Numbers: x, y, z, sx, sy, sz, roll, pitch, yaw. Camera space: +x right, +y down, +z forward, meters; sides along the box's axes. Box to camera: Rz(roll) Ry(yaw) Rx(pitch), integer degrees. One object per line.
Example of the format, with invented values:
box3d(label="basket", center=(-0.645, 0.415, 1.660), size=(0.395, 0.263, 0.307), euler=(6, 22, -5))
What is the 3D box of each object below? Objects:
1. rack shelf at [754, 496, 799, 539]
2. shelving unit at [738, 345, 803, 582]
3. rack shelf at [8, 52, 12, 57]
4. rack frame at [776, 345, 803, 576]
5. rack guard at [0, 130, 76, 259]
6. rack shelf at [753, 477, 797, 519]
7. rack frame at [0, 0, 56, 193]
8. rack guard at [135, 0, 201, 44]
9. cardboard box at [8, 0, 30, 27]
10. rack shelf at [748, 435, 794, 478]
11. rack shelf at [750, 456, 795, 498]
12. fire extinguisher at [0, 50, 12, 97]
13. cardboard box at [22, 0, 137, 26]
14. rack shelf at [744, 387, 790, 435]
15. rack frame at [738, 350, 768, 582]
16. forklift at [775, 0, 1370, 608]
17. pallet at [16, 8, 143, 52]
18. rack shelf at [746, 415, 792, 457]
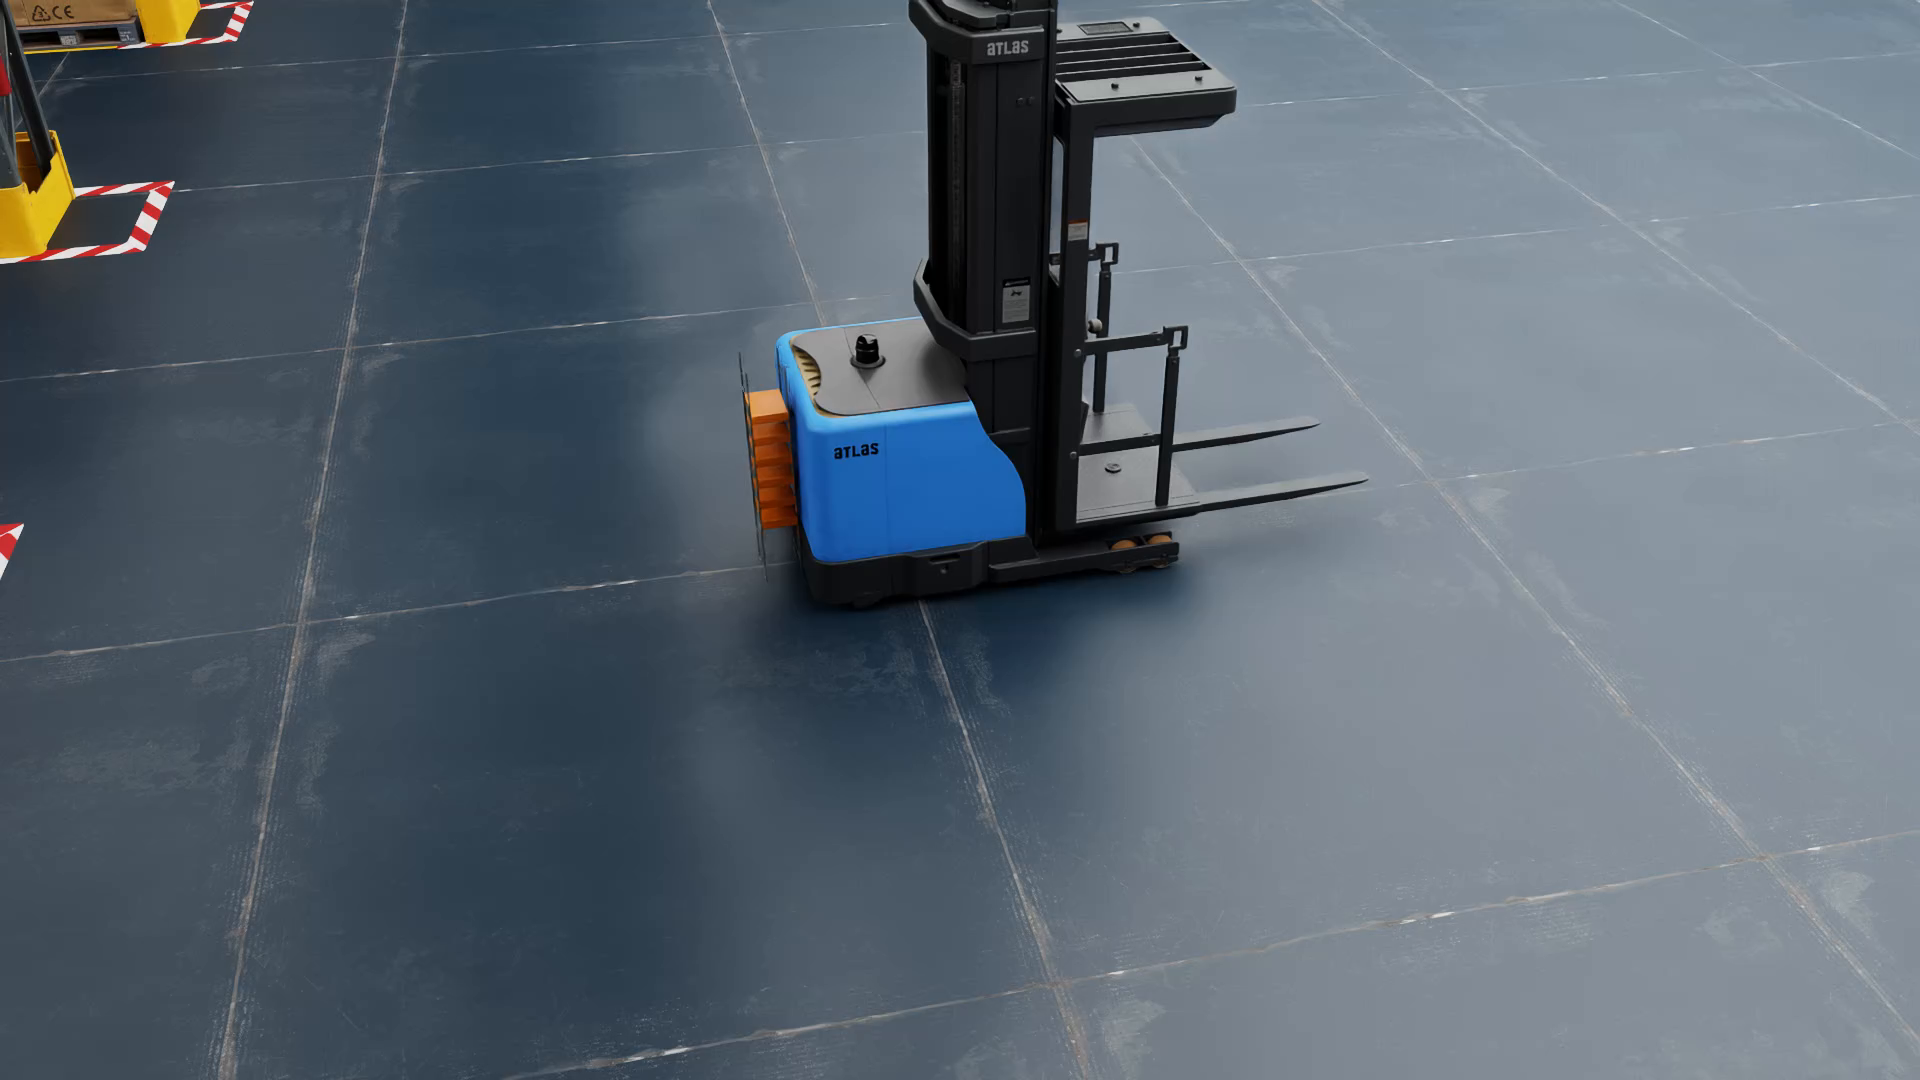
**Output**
box3d(label="rack shelf", center=(-0.926, -0.127, 8.371), size=(0.180, 0.103, 0.258), euler=(-9, 35, -12))
box3d(label="shelving unit", center=(-0.930, -0.363, 8.212), size=(0.189, 1.200, 0.258), euler=(-9, 35, -12))
box3d(label="rack shelf", center=(-8.653, -3.019, 11.202), size=(4.000, 0.370, 1.077), euler=(-7, 35, -11))
box3d(label="rack frame", center=(-0.842, -0.377, 8.230), size=(0.006, 1.200, 0.240), euler=(-9, 35, -12))
box3d(label="rack guard", center=(-6.777, -2.516, 12.050), size=(0.348, 0.500, 1.175), euler=(-7, 35, -11))
box3d(label="rack shelf", center=(-0.928, -0.227, 8.304), size=(0.180, 0.103, 0.258), euler=(-9, 35, -12))
box3d(label="rack frame", center=(-6.702, -3.563, 11.368), size=(0.127, 3.000, 1.000), euler=(-7, 35, -11))
box3d(label="rack guard", center=(-7.675, -5.236, 16.104), size=(0.348, 0.500, 1.175), euler=(-7, 35, -11))
box3d(label="cardboard box", center=(-9.203, -5.335, 15.538), size=(0.875, 0.875, 0.875), euler=(-8, 35, -11))
box3d(label="rack shelf", center=(-0.931, -0.426, 8.169), size=(0.180, 0.103, 0.258), euler=(-9, 35, -12))
box3d(label="rack shelf", center=(-0.929, -0.326, 8.236), size=(0.180, 0.103, 0.258), euler=(-9, 35, -12))
box3d(label="fire extinguisher", center=(-6.489, -3.295, 11.037), size=(0.183, 0.674, 0.296), euler=(-7, 35, -11))
box3d(label="cardboard box", center=(-8.345, -5.444, 15.701), size=(0.875, 0.875, 0.875), euler=(-7, 34, -10))
box3d(label="rack shelf", center=(-0.935, -0.624, 8.035), size=(0.180, 0.103, 0.258), euler=(-9, 35, -12))
box3d(label="rack frame", center=(-1.019, -0.349, 8.193), size=(0.006, 1.200, 0.240), euler=(-9, 35, -12))
box3d(label="forklift", center=(0.632, -1.324, 8.093), size=(3.031, 2.935, 1.130), euler=(-8, 35, -12))
box3d(label="pallet", center=(-8.461, -4.973, 15.971), size=(1.213, 0.211, 1.003), euler=(-7, 35, -11))
box3d(label="rack shelf", center=(-0.933, -0.525, 8.102), size=(0.180, 0.103, 0.258), euler=(-9, 35, -12))
